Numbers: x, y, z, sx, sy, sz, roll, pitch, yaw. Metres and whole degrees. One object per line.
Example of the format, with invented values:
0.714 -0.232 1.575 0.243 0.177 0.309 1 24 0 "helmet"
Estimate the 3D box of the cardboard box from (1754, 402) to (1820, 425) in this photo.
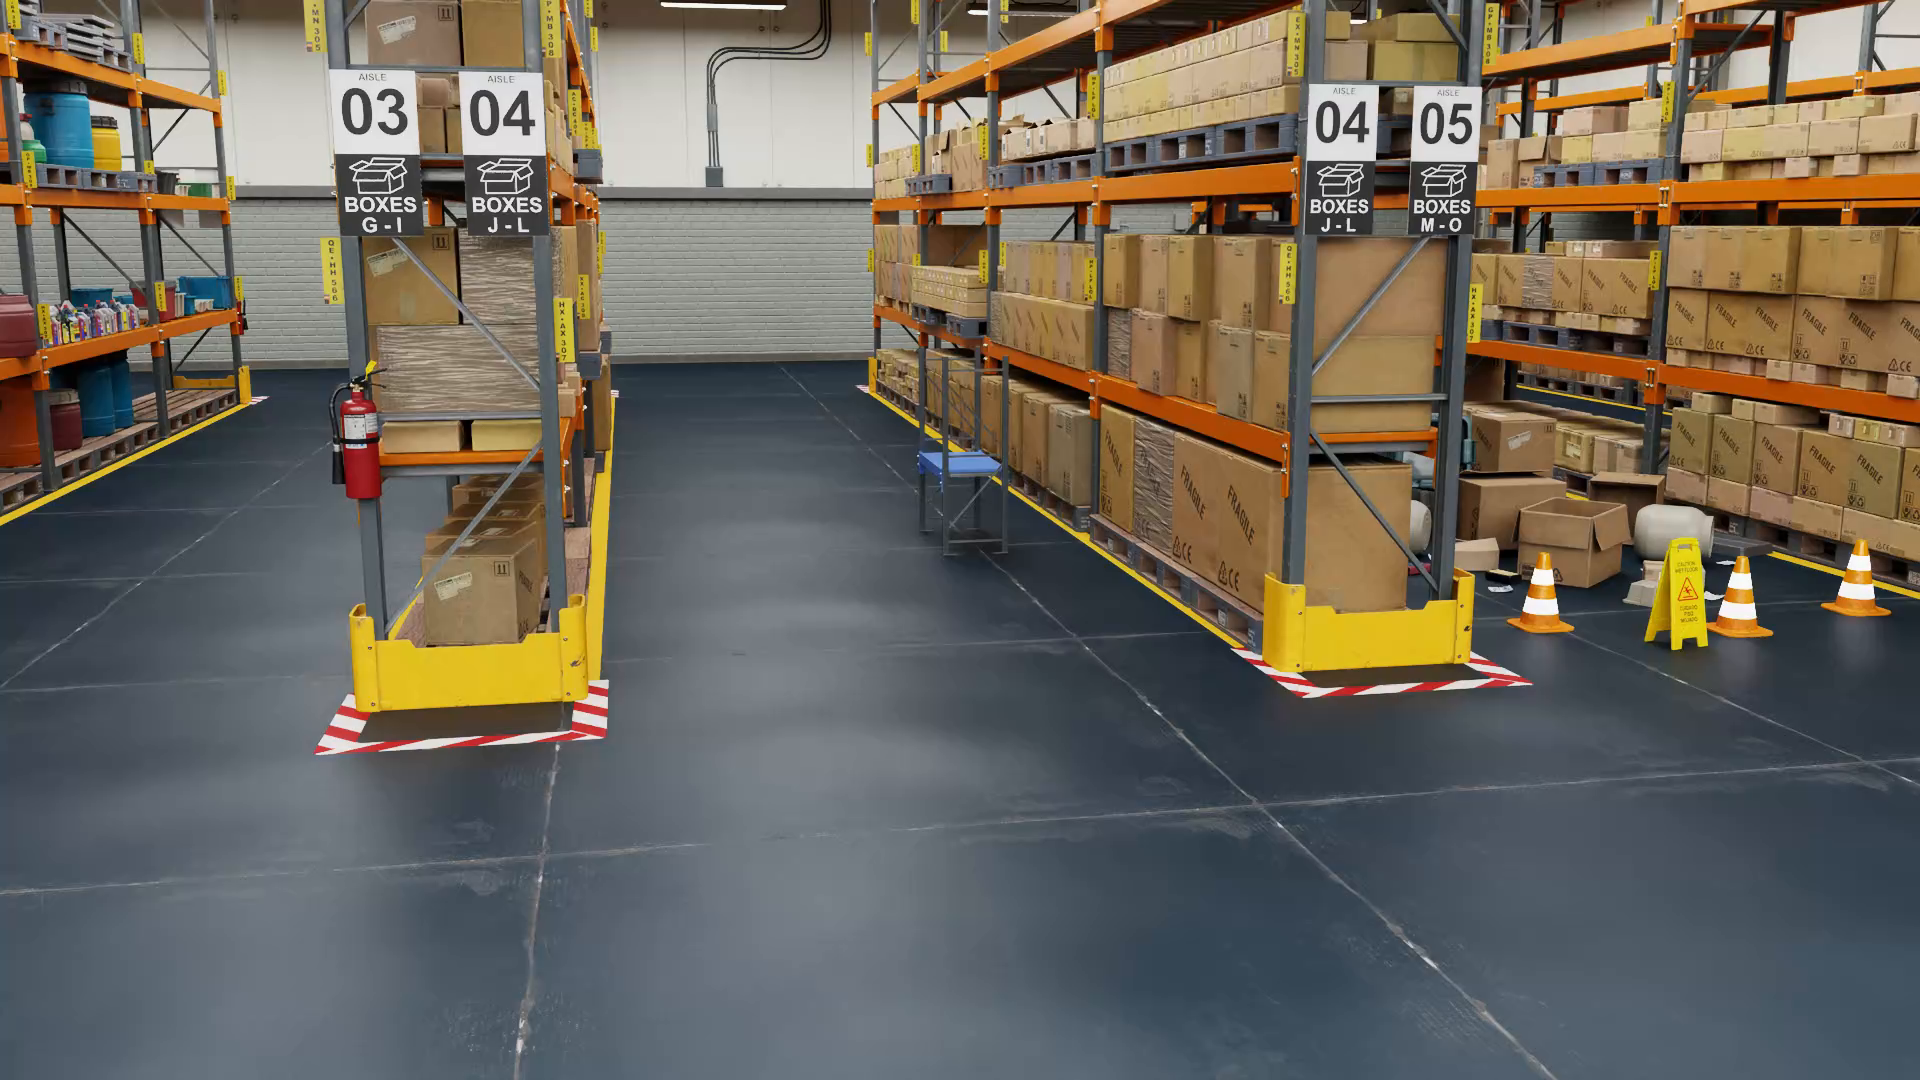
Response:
6.360 -0.975 12.788 0.380 0.149 0.250 -1 11 -8 "cardboard box"

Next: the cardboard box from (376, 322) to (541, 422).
-2.635 -0.922 8.957 0.875 0.500 0.500 -2 11 -11 "cardboard box"

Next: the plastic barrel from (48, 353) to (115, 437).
-9.521 -1.591 18.023 0.600 0.901 0.708 -2 11 -11 "plastic barrel"

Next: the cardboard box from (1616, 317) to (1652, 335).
6.017 -1.886 14.634 0.380 0.149 0.250 -2 11 -10 "cardboard box"

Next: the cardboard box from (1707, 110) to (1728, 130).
6.208 -3.345 13.264 0.380 0.149 0.250 -2 11 -9 "cardboard box"

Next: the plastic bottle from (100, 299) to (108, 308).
-9.389 -2.460 18.229 0.144 0.351 0.185 -2 11 -11 "plastic bottle"

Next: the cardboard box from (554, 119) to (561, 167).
-2.594 -2.308 9.680 0.500 0.250 0.500 -2 11 -11 "cardboard box"

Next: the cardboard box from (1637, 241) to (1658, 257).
6.331 -2.734 15.617 0.380 0.149 0.250 -1 11 -8 "cardboard box"

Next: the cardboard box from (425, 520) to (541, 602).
-2.810 0.173 9.827 0.500 0.500 0.500 1 11 4 "cardboard box"

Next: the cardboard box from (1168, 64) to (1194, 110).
1.670 -2.944 10.836 0.500 0.250 0.500 -2 11 -10 "cardboard box"

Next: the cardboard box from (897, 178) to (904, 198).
-0.549 -4.653 22.000 0.500 0.250 0.500 -2 11 -12 "cardboard box"

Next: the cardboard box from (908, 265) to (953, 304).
-0.375 -3.262 21.247 0.500 0.500 0.500 -2 11 -11 "cardboard box"

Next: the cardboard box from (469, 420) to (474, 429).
-3.002 -0.730 9.682 0.380 0.149 0.250 -2 11 -11 "cardboard box"

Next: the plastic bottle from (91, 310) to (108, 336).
-9.113 -2.298 17.578 0.152 0.276 0.135 -2 11 -11 "plastic bottle"

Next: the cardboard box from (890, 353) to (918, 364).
-0.789 -2.572 23.595 0.380 0.149 0.250 -3 11 -14 "cardboard box"

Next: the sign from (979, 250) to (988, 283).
0.243 -2.763 16.804 0.100 0.325 0.005 -2 11 -11 "sign"

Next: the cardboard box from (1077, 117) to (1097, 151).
1.258 -3.300 13.498 0.500 0.250 0.500 -2 11 -10 "cardboard box"

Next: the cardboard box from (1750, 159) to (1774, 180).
6.370 -2.864 12.873 0.380 0.149 0.250 -2 11 -9 "cardboard box"

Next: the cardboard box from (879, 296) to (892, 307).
-0.951 -3.430 23.868 0.380 0.149 0.250 -2 11 -13 "cardboard box"

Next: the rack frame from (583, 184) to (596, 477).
-4.111 -2.092 16.167 1.000 3.000 0.127 -2 11 -11 "rack frame"

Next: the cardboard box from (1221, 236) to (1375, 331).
2.098 -1.558 10.071 0.875 0.550 0.550 -2 11 -11 "cardboard box"

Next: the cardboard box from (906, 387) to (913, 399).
-0.498 -1.950 21.921 0.380 0.149 0.250 -2 11 -13 "cardboard box"

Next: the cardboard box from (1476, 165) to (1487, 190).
5.554 -3.750 17.211 0.396 0.266 0.258 -2 11 -11 "cardboard box"

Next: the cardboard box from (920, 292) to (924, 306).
-0.274 -2.885 19.881 0.380 0.149 0.250 -2 11 -11 "cardboard box"

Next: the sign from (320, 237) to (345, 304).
-3.103 -1.333 8.234 0.100 0.325 0.005 -2 11 -11 "sign"

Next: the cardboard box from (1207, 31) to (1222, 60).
1.735 -3.020 10.166 0.380 0.149 0.250 -2 11 -11 "cardboard box"

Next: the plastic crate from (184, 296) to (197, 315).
-9.874 -2.959 21.010 0.416 0.233 0.300 -2 11 -11 "plastic crate"

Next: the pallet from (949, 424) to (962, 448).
0.389 -1.251 19.205 1.003 0.211 1.213 -2 11 -11 "pallet"

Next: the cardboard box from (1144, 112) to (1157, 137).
1.489 -2.860 11.462 0.380 0.149 0.250 -2 11 -12 "cardboard box"

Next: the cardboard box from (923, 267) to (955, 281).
-0.225 -3.130 19.577 0.380 0.149 0.250 -2 11 -12 "cardboard box"

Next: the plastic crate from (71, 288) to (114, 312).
-10.173 -2.741 19.456 0.392 0.384 0.575 -2 11 -11 "plastic crate"

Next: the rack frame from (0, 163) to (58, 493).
-8.969 -1.912 15.221 1.000 3.000 0.127 -2 11 -11 "rack frame"

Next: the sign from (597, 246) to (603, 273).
-4.359 -3.377 20.034 0.100 0.325 0.005 -2 11 -11 "sign"

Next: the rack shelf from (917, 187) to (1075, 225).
0.385 -3.741 18.732 1.077 0.370 4.000 -2 11 -11 "rack shelf"

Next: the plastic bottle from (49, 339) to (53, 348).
-8.751 -1.946 15.929 0.097 0.201 0.097 0 11 0 "plastic bottle"

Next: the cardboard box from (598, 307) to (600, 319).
-4.671 -2.817 20.647 0.380 0.149 0.250 -2 11 -13 "cardboard box"

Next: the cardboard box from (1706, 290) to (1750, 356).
6.320 -1.732 13.213 0.500 0.500 0.500 -2 11 -11 "cardboard box"

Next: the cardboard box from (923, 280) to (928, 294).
-0.225 -2.985 19.612 0.380 0.149 0.250 -3 11 -13 "cardboard box"

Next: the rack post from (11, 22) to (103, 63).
-9.229 -4.981 16.635 0.937 0.300 0.954 -1 11 -5 "rack post"

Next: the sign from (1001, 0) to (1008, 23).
0.539 -6.493 20.321 0.100 0.325 0.005 -2 11 -11 "sign"

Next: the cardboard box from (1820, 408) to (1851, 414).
10.185 -1.682 19.574 0.500 0.500 0.500 -2 11 -9 "cardboard box"

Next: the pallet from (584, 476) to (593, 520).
-3.727 -0.356 14.502 1.003 0.211 1.213 -2 11 -11 "pallet"

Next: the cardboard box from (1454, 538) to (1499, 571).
3.693 0.071 12.114 0.396 0.266 0.258 0 11 -1 "cardboard box"

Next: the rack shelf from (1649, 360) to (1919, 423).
6.777 -0.999 12.346 1.077 0.370 4.000 -2 11 -11 "rack shelf"

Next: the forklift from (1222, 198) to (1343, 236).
3.184 -2.170 16.761 1.130 2.935 3.031 -3 11 -15 "forklift"

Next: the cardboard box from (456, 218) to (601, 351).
-3.350 -2.011 13.010 1.000 1.000 1.000 -2 11 -11 "cardboard box"

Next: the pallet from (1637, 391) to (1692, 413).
9.895 -1.850 22.351 1.003 0.211 1.213 -2 11 -11 "pallet"

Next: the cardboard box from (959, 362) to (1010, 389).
0.275 -1.809 18.235 0.500 0.250 0.500 -2 11 -10 "cardboard box"

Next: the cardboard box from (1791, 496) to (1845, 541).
6.544 -0.171 12.301 0.500 0.250 0.500 -3 11 -13 "cardboard box"

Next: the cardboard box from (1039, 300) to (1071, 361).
0.992 -1.841 14.579 0.500 0.500 0.500 -2 11 -10 "cardboard box"

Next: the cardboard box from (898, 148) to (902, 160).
-0.610 -5.113 22.012 0.380 0.149 0.250 -2 11 -11 "cardboard box"

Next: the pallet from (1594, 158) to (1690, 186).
6.372 -3.218 14.559 1.213 0.211 1.003 -2 11 -11 "pallet"

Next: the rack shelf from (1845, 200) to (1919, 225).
10.867 -3.387 16.872 1.077 0.370 4.000 -2 11 -11 "rack shelf"

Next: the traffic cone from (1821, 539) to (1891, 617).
5.817 0.229 10.757 0.336 0.463 0.334 -2 11 -11 "traffic cone"

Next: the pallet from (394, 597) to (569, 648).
-2.693 0.581 9.582 1.003 0.211 1.213 -2 11 -11 "pallet"

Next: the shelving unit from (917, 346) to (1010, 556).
0.017 -0.721 12.974 0.538 1.500 1.048 -2 11 -11 "shelving unit"

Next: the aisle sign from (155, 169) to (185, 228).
-10.831 -4.659 22.699 0.394 0.787 0.004 -2 11 -11 "aisle sign"

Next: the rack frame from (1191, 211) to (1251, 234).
4.054 -3.920 25.770 1.000 3.000 0.127 -2 11 -11 "rack frame"
